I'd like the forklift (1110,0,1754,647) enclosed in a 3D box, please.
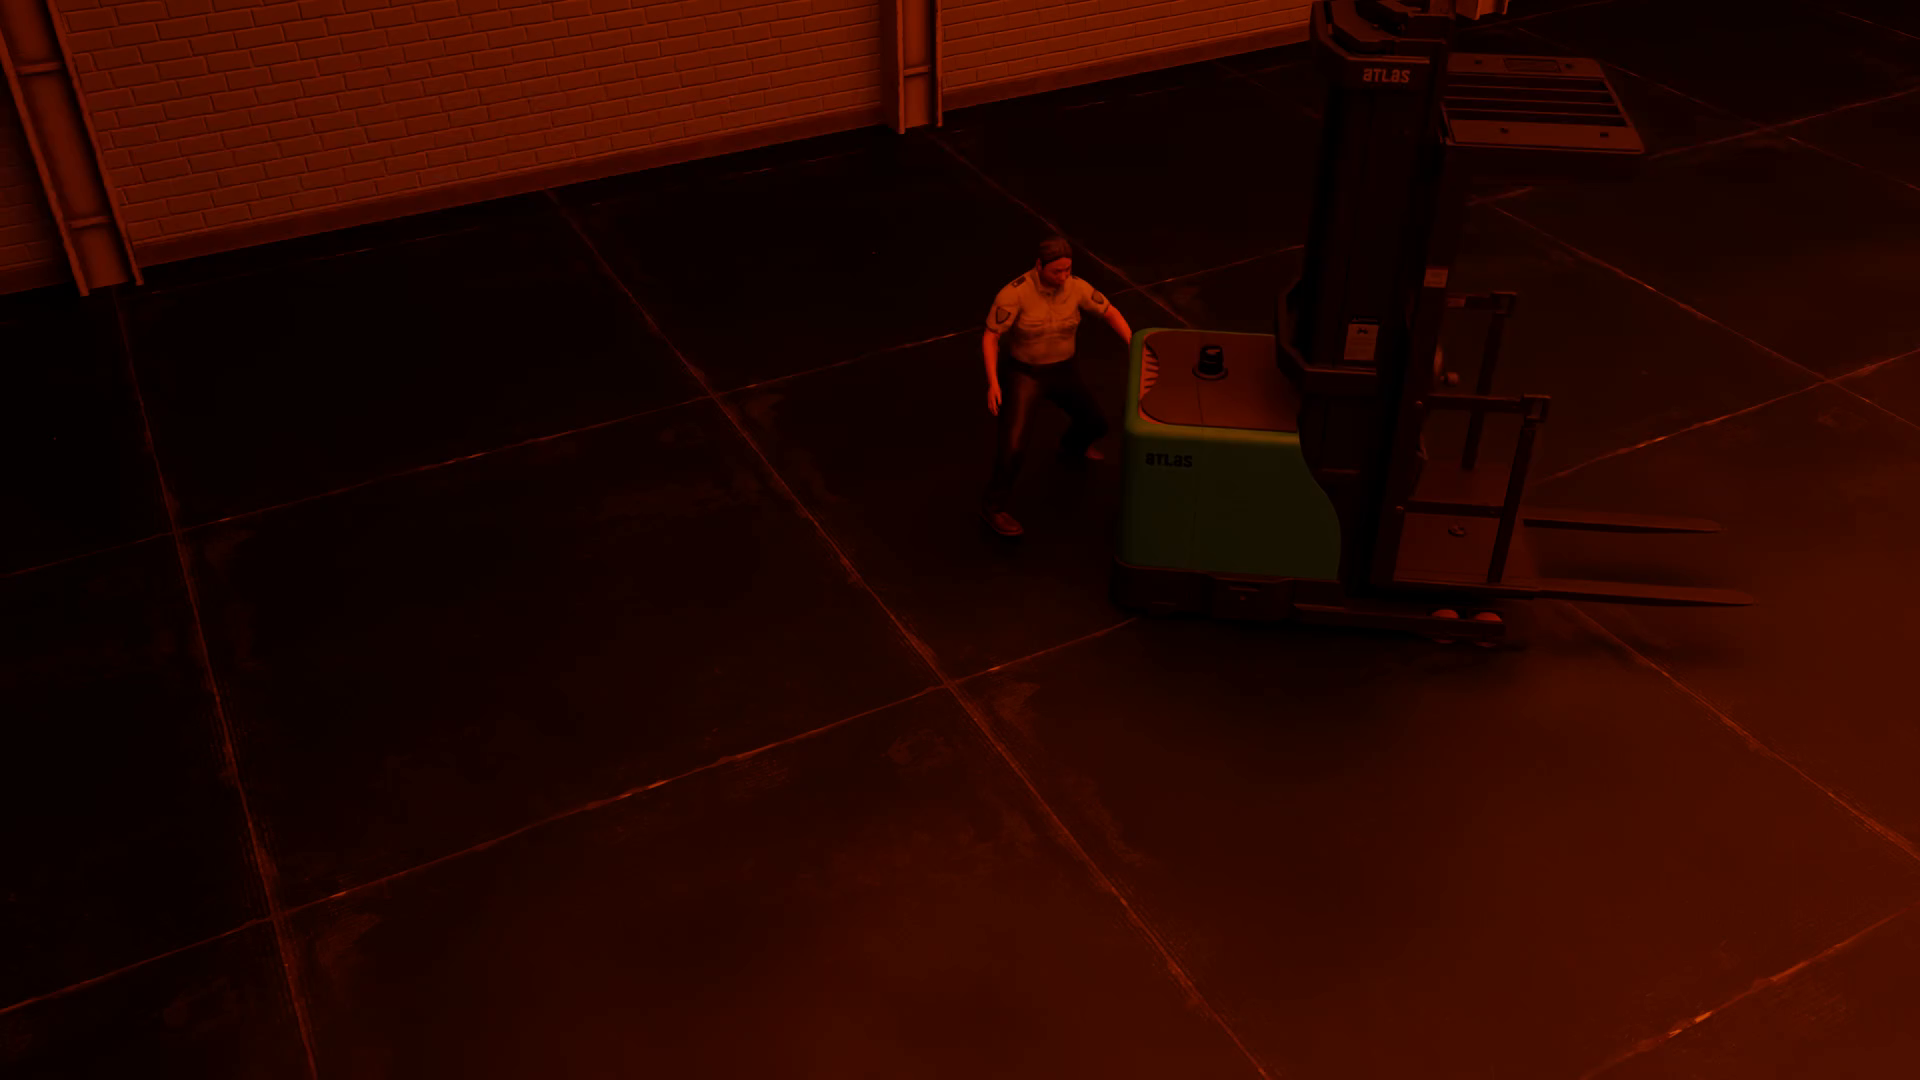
[{"bbox_3d":[2.291,-1.013,7.556,3.031,2.935,1.130,4,35,6],"label":"forklift"}]

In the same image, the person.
[{"bbox_3d":[0.489,-0.847,8.603,0.928,1.526,0.779,-12,37,-17],"label":"person"}]
